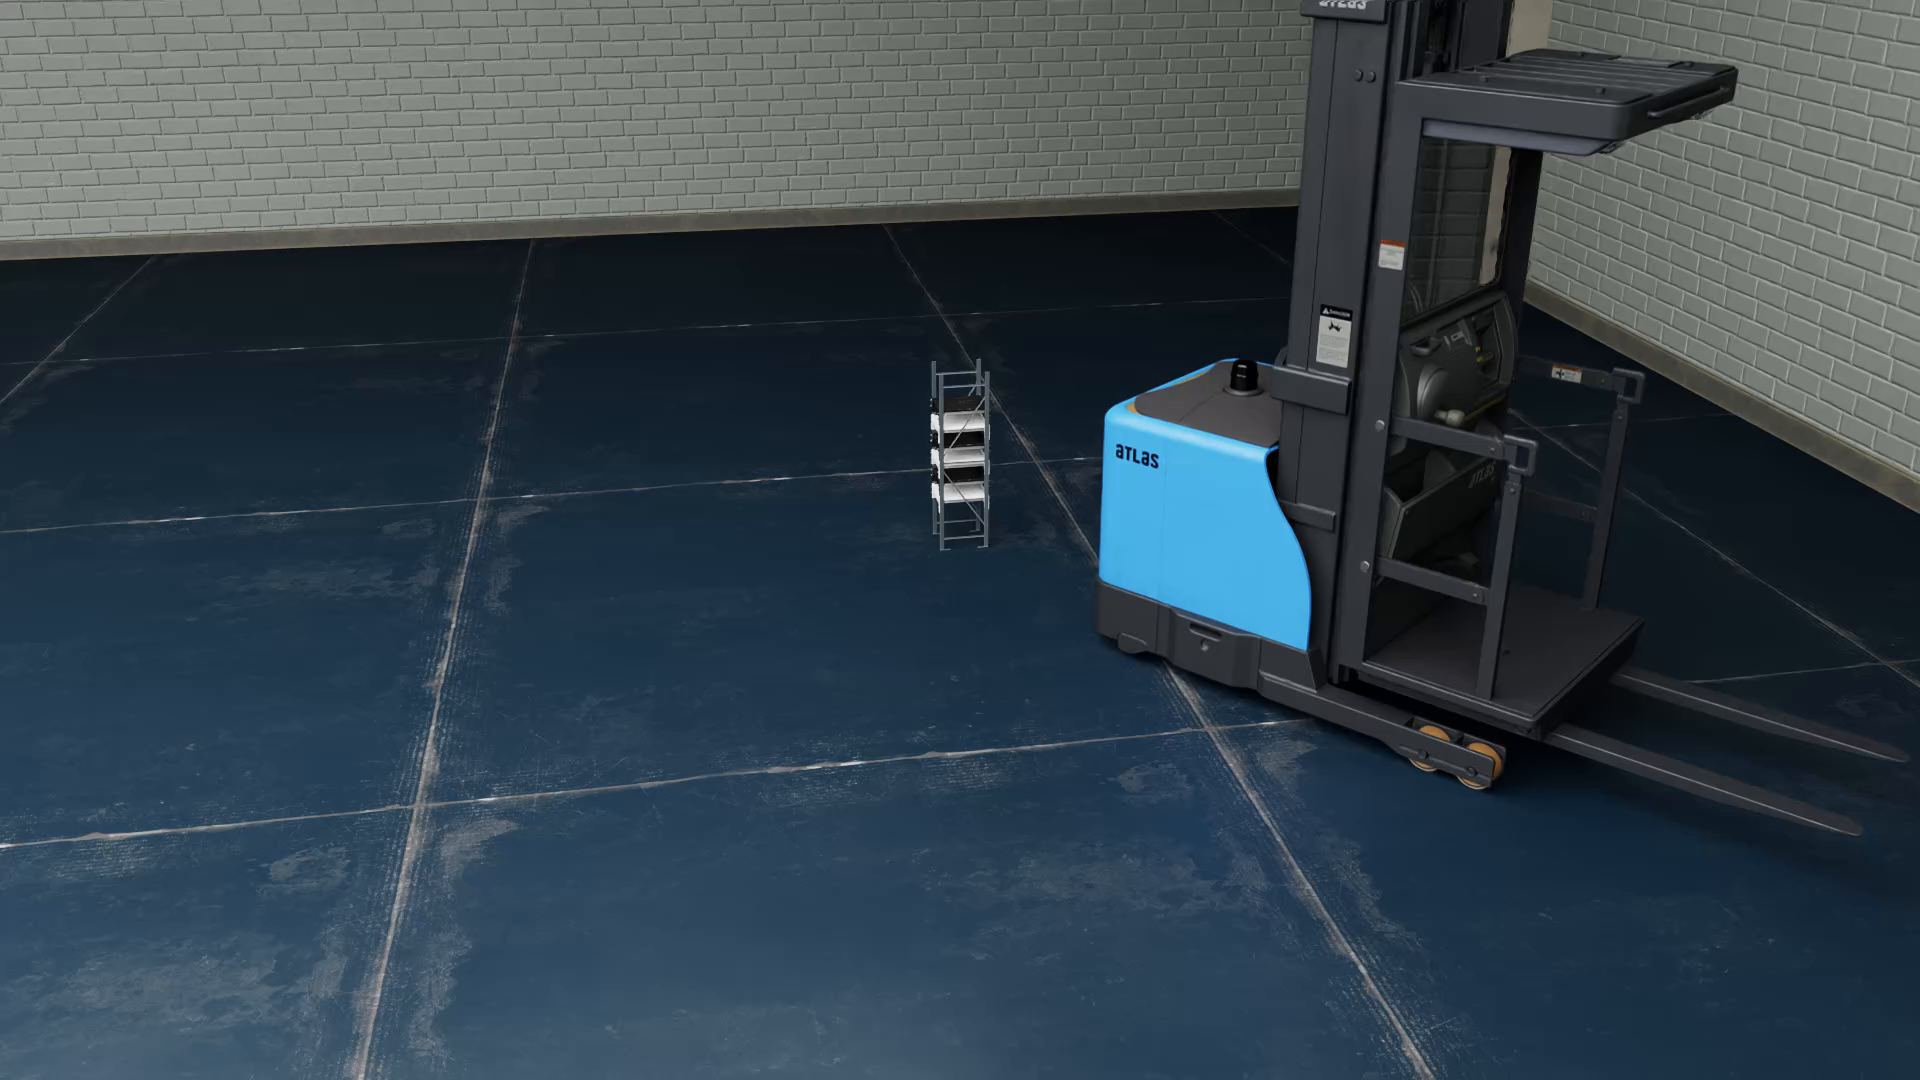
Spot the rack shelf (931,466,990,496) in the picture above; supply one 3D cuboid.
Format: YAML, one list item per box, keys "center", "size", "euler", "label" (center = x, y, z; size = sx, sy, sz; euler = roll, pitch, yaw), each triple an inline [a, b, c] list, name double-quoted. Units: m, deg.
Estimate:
- center: [0.001, -0.296, 8.112]
  size: [0.258, 0.077, 0.200]
  euler: [-4, 24, -10]
  label: "rack shelf"

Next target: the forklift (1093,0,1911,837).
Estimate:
- center: [2.025, -0.661, 6.101]
  size: [3.031, 2.935, 1.130]
  euler: [19, 30, 37]
  label: "forklift"

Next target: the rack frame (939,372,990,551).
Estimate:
- center: [0.020, -0.369, 7.971]
  size: [0.240, 0.900, 0.006]
  euler: [-4, 24, -10]
  label: "rack frame"

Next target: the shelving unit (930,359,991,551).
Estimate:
- center: [0.001, -0.409, 8.063]
  size: [0.258, 0.900, 0.210]
  euler: [-4, 24, -10]
  label: "shelving unit"

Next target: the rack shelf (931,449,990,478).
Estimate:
- center: [0.001, -0.379, 8.076]
  size: [0.258, 0.077, 0.200]
  euler: [-4, 24, -10]
  label: "rack shelf"

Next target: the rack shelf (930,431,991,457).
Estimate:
- center: [0.001, -0.461, 8.040]
  size: [0.258, 0.077, 0.200]
  euler: [-4, 24, -10]
  label: "rack shelf"

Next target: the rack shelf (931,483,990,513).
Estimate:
- center: [0.001, -0.214, 8.148]
  size: [0.258, 0.077, 0.200]
  euler: [-4, 24, -10]
  label: "rack shelf"

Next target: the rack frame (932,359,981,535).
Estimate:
- center: [-0.017, -0.449, 8.154]
  size: [0.240, 0.900, 0.006]
  euler: [-4, 24, -10]
  label: "rack frame"

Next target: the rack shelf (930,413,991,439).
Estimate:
- center: [0.001, -0.544, 8.004]
  size: [0.258, 0.077, 0.200]
  euler: [-4, 24, -10]
  label: "rack shelf"

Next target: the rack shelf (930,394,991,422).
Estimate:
- center: [0.001, -0.626, 7.968]
  size: [0.258, 0.077, 0.200]
  euler: [-4, 24, -10]
  label: "rack shelf"

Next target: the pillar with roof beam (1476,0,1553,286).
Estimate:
- center: [-0.253, -5.730, 10.127]
  size: [9.100, 9.000, 0.400]
  euler: [-4, 24, -10]
  label: "pillar with roof beam"
